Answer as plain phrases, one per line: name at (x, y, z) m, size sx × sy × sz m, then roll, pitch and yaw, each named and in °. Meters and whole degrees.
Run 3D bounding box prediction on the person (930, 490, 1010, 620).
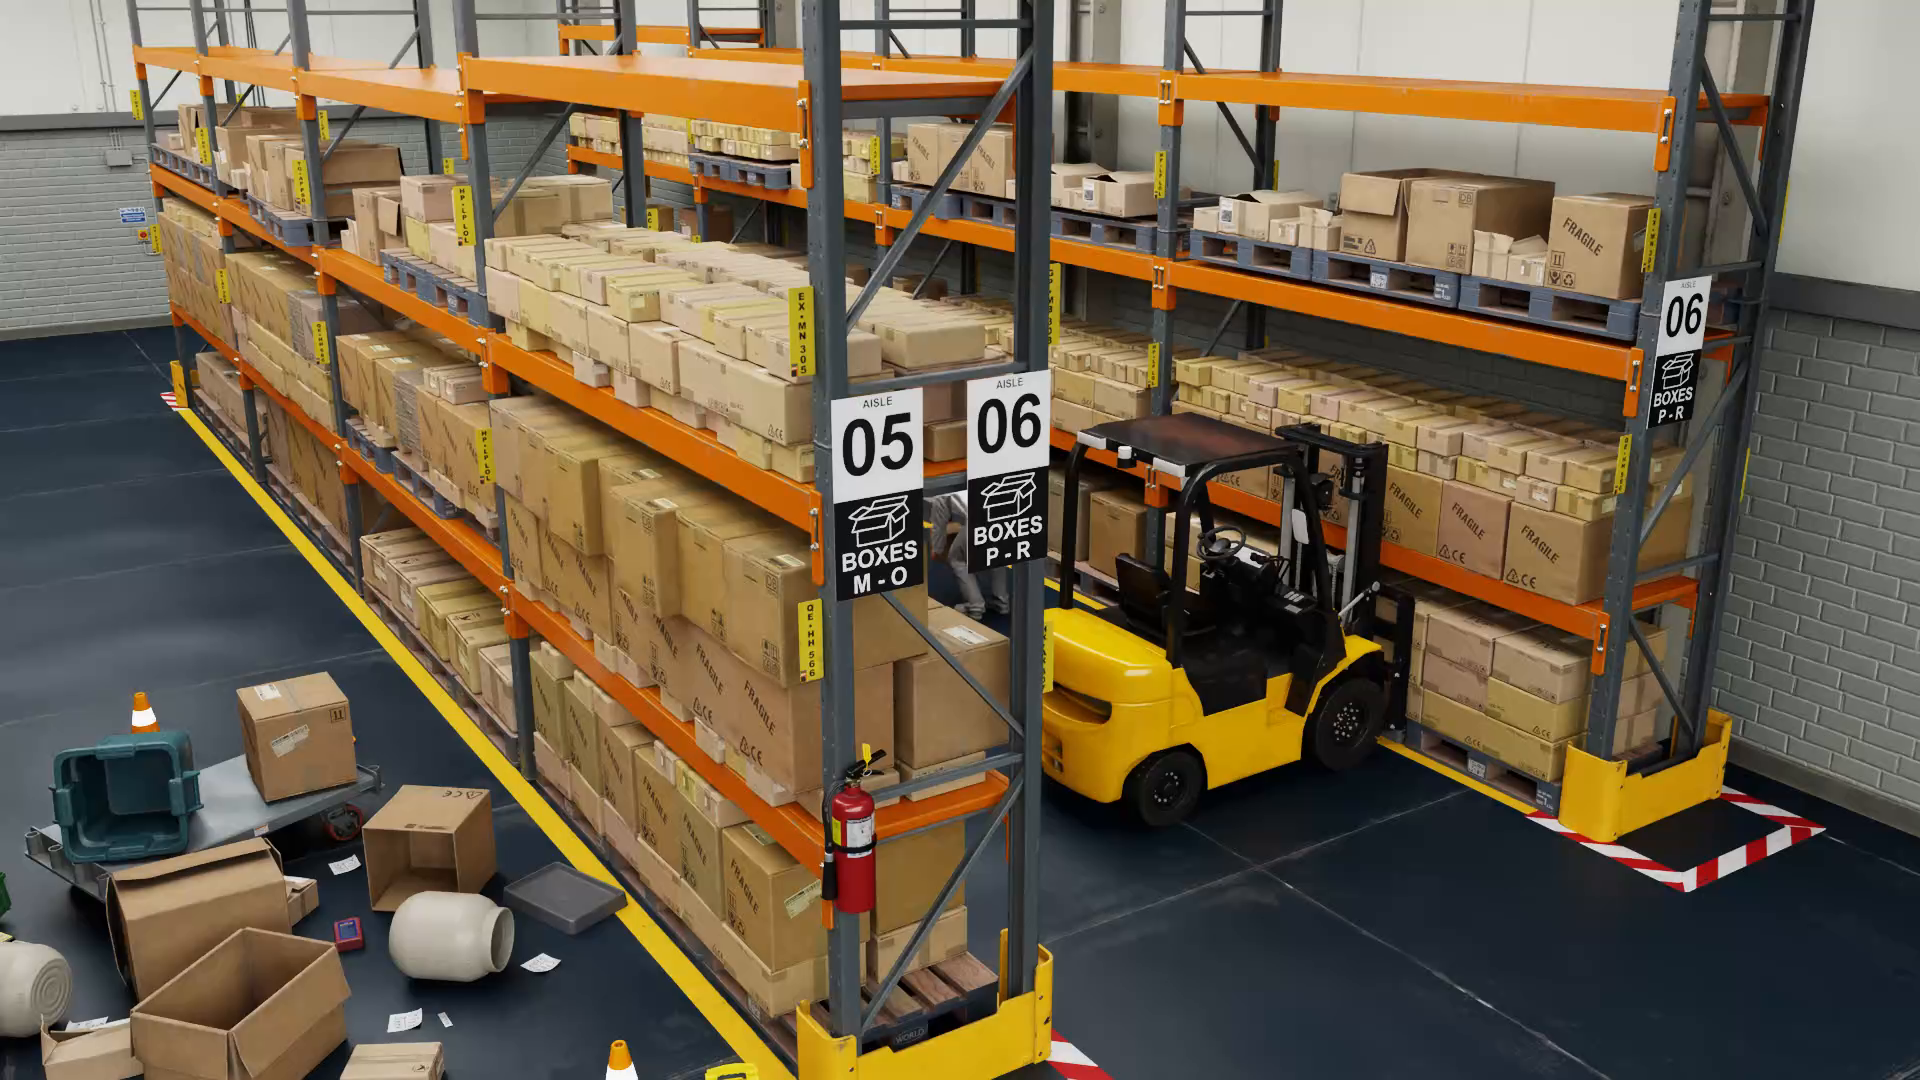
person at (0.063, -0.017, 13.104) m, size 0.495 × 1.133 × 0.992 m, roll -13°, pitch 22°, yaw -34°
